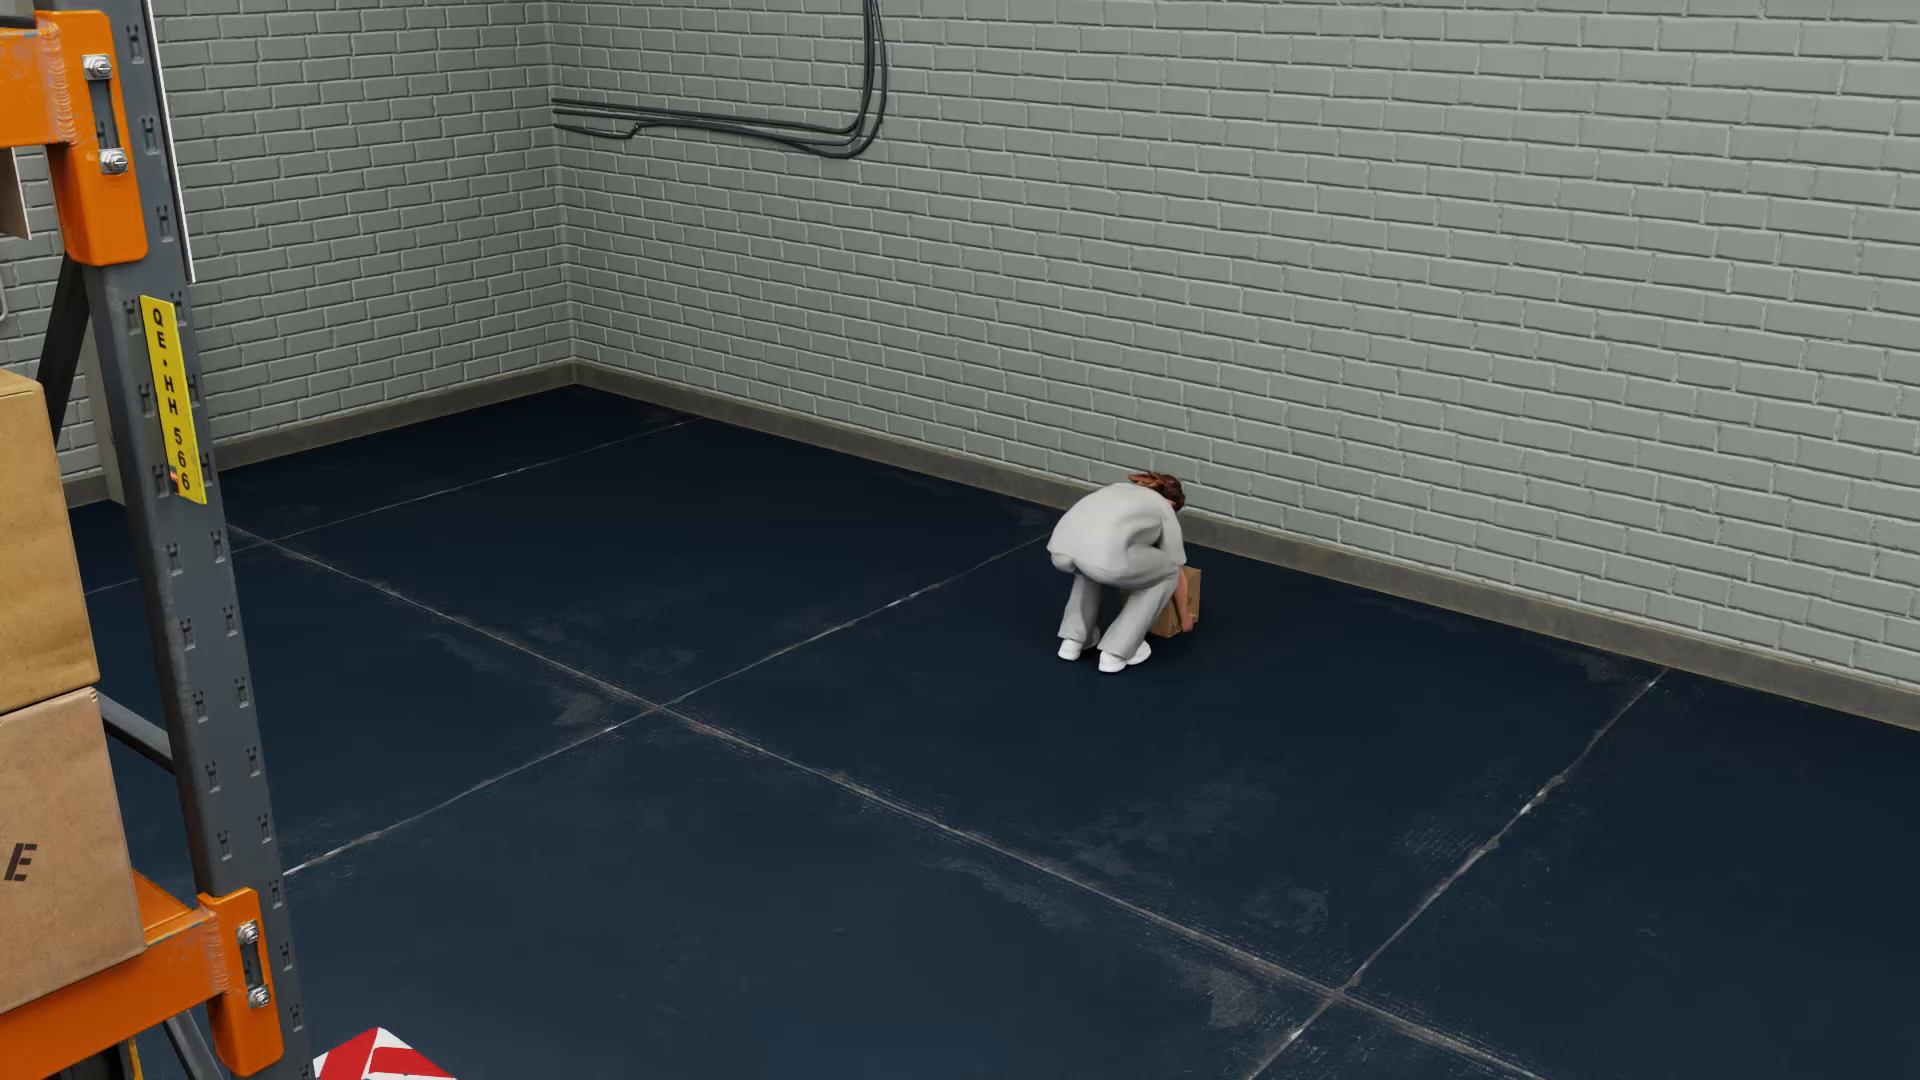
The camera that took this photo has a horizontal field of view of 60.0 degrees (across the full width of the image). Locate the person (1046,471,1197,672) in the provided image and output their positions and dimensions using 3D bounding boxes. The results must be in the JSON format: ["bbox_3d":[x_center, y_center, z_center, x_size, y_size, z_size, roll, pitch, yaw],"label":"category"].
[{"bbox_3d":[0.705,0.115,7.130,0.460,0.761,0.867,15,25,35],"label":"person"}]
